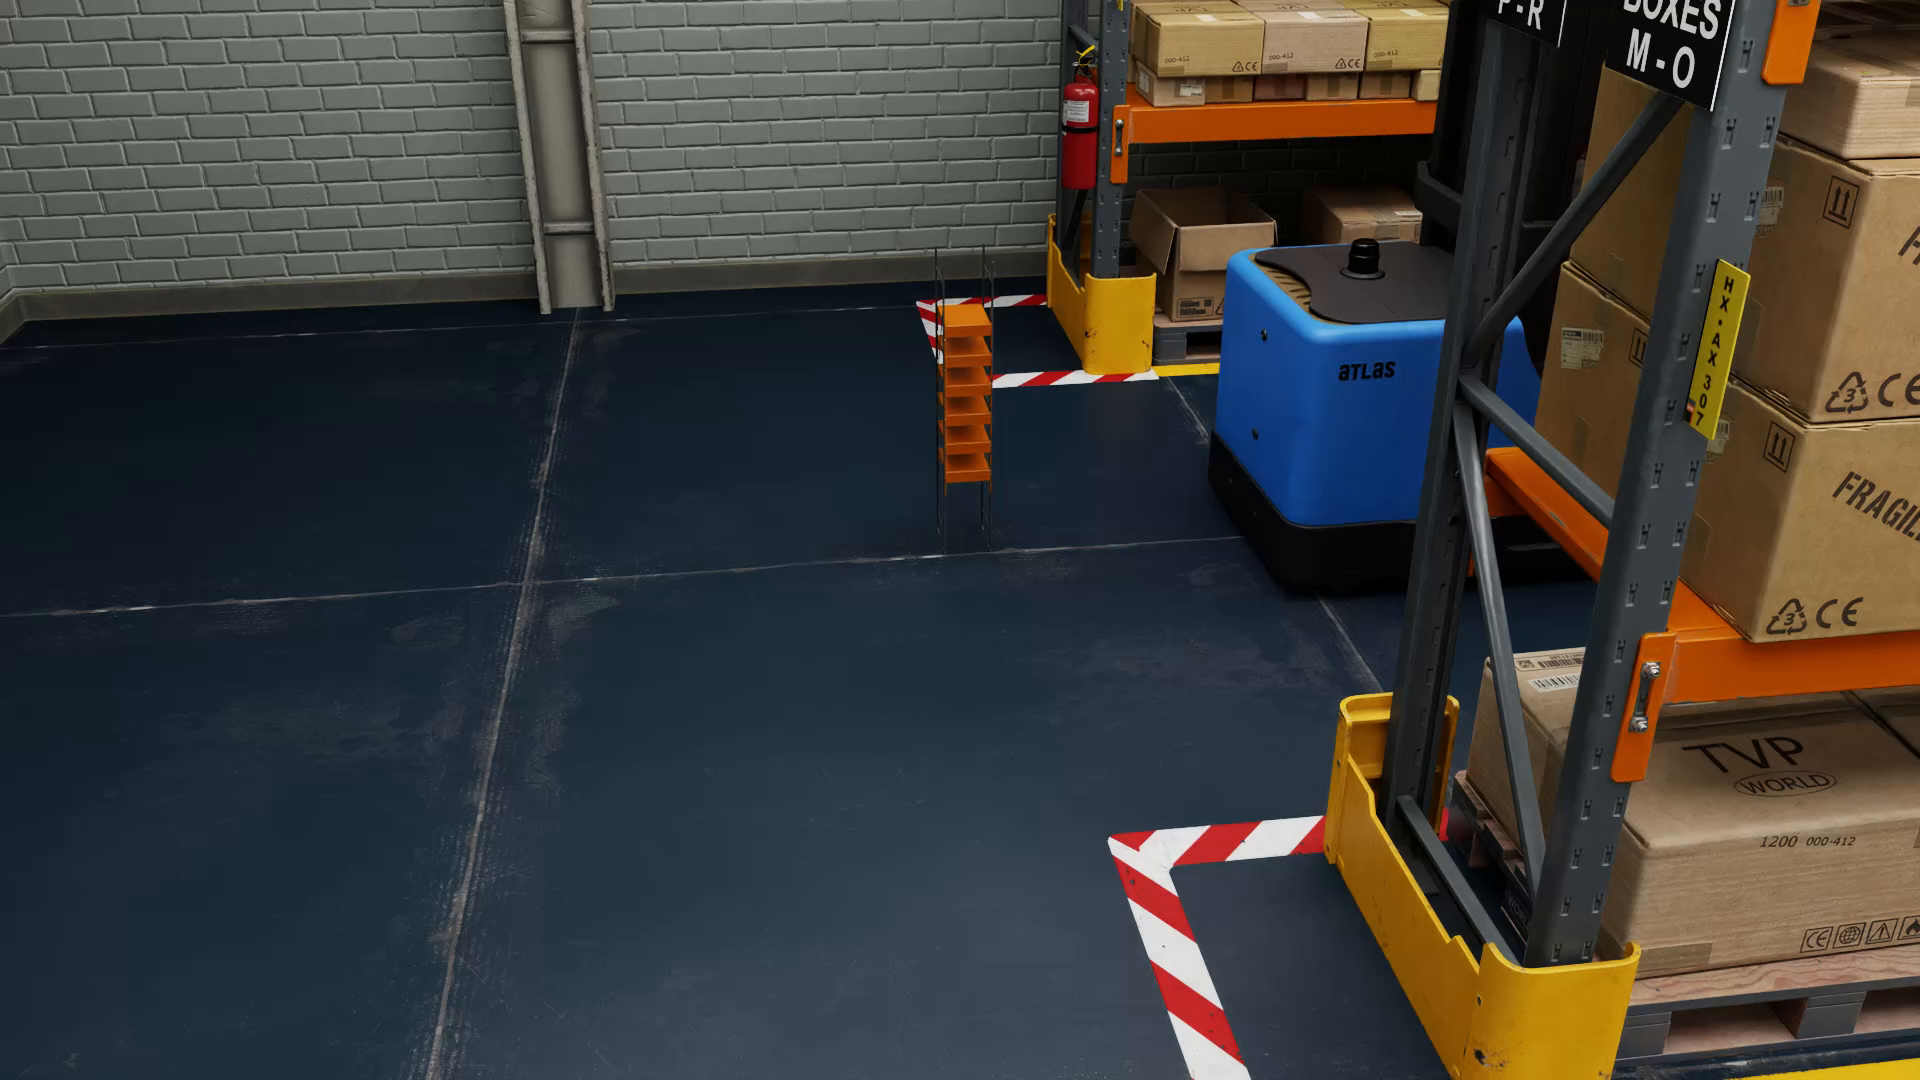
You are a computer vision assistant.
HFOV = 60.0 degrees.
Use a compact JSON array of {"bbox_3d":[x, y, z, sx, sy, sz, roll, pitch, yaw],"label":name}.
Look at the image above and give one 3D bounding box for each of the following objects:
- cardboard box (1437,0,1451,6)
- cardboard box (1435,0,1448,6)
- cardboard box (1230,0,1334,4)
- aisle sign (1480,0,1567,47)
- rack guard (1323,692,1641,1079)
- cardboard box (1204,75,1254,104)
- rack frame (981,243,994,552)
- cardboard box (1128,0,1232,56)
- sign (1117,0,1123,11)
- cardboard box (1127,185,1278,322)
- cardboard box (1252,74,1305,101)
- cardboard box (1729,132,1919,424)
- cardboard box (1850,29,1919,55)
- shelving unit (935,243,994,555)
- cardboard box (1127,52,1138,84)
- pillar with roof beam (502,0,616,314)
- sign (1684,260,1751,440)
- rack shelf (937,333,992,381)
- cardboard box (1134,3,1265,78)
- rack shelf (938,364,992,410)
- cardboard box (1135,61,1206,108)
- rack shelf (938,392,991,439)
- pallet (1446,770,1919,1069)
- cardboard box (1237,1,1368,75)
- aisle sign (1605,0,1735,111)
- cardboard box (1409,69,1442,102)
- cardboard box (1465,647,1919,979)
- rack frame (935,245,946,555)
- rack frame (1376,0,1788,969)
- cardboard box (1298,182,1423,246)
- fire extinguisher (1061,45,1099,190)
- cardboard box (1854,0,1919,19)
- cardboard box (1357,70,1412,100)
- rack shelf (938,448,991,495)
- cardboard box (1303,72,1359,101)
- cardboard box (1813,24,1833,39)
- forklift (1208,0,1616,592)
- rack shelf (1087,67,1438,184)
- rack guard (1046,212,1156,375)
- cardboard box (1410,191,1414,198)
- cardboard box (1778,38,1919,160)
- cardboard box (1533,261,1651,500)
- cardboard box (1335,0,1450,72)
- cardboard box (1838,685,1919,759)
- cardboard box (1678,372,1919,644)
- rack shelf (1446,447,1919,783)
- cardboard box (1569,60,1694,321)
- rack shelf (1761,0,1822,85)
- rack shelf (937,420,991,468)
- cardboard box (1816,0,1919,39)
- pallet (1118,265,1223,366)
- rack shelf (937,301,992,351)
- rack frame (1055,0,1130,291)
[{"bbox_3d":[2.625,-2.831,7.999,0.500,0.500,0.500,-3,27,-6],"label":"cardboard box"},{"bbox_3d":[2.643,-2.510,8.195,0.500,0.250,0.500,-4,27,-8],"label":"cardboard box"},{"bbox_3d":[1.582,-2.676,8.519,0.500,0.250,0.500,-4,27,-7],"label":"cardboard box"},{"bbox_3d":[1.233,-1.478,3.497,0.004,0.787,0.394,-4,27,-7],"label":"aisle sign"},{"bbox_3d":[1.324,0.928,4.394,0.348,0.500,1.175,-4,27,-7],"label":"rack guard"},{"bbox_3d":[1.262,-2.252,8.128,0.250,0.149,0.380,-3,27,-6],"label":"cardboard box"},{"bbox_3d":[0.105,-0.541,6.489,0.006,1.200,0.240,-4,27,-7],"label":"rack frame"},{"bbox_3d":[1.071,-2.644,8.456,0.500,0.250,0.500,-3,27,-6],"label":"cardboard box"},{"bbox_3d":[0.728,-2.569,7.523,0.005,0.325,0.100,-4,27,-7],"label":"sign"},{"bbox_3d":[1.271,-1.502,8.665,0.637,0.503,0.797,-5,28,-9],"label":"cardboard box"},{"bbox_3d":[1.517,-2.284,8.191,0.250,0.149,0.380,-4,27,-8],"label":"cardboard box"},{"bbox_3d":[1.863,-0.577,3.384,0.500,0.500,0.500,-4,27,-8],"label":"cardboard box"},{"bbox_3d":[1.987,-0.910,3.322,0.250,0.149,0.380,-3,27,-6],"label":"cardboard box"},{"bbox_3d":[0.014,-0.535,6.478,0.189,1.200,0.258,-4,27,-7],"label":"shelving unit"},{"bbox_3d":[0.943,-2.460,8.534,0.250,0.149,0.380,-4,27,-8],"label":"cardboard box"},{"bbox_3d":[-1.543,-3.388,3.496,0.400,9.000,9.100,-4,27,-7],"label":"pillar with roof beam"},{"bbox_3d":[1.419,-0.355,3.121,0.005,0.325,0.100,-4,27,-7],"label":"sign"},{"bbox_3d":[0.014,-0.709,6.389,0.180,0.103,0.258,-4,27,-7],"label":"rack shelf"},{"bbox_3d":[1.139,-2.402,7.984,0.500,0.250,0.500,-4,27,-7],"label":"cardboard box"},{"bbox_3d":[0.014,-0.602,6.443,0.180,0.103,0.258,-4,27,-7],"label":"rack shelf"},{"bbox_3d":[1.016,-2.214,8.055,0.250,0.149,0.380,-4,27,-8],"label":"cardboard box"},{"bbox_3d":[0.014,-0.495,6.498,0.180,0.103,0.258,-4,27,-7],"label":"rack shelf"},{"bbox_3d":[2.129,0.969,4.631,1.213,0.211,1.003,-4,27,-7],"label":"pallet"},{"bbox_3d":[1.639,-2.434,8.047,0.500,0.250,0.500,-3,27,-7],"label":"cardboard box"},{"bbox_3d":[1.317,-1.207,2.968,0.004,0.787,0.394,-4,27,-7],"label":"aisle sign"},{"bbox_3d":[2.299,-2.274,8.171,0.250,0.149,0.380,-4,27,-9],"label":"cardboard box"},{"bbox_3d":[1.987,0.680,4.485,0.875,0.438,0.875,-5,28,-9],"label":"cardboard box"},{"bbox_3d":[-0.076,-0.529,6.467,0.006,1.200,0.240,-4,27,-7],"label":"rack frame"},{"bbox_3d":[1.348,-0.186,3.826,0.127,3.000,1.000,-4,27,-7],"label":"rack frame"},{"bbox_3d":[2.123,-1.537,8.738,0.500,0.500,0.700,-3,27,-5],"label":"cardboard box"},{"bbox_3d":[0.571,-2.011,7.876,0.183,0.674,0.296,-4,27,-7],"label":"fire extinguisher"},{"bbox_3d":[2.167,-1.158,3.807,0.250,0.149,0.380,-4,27,-8],"label":"cardboard box"},{"bbox_3d":[2.038,-2.292,8.206,0.250,0.149,0.380,-3,27,-6],"label":"cardboard box"},{"bbox_3d":[0.014,-0.282,6.608,0.180,0.103,0.258,-4,27,-7],"label":"rack shelf"},{"bbox_3d":[1.776,-2.272,8.168,0.250,0.149,0.380,-3,27,-5],"label":"cardboard box"},{"bbox_3d":[1.675,-1.077,3.648,0.250,0.149,0.380,-3,27,-6],"label":"cardboard box"},{"bbox_3d":[2.622,-1.418,6.303,3.031,2.935,1.130,-5,28,-9],"label":"forklift"},{"bbox_3d":[2.633,-2.237,8.611,4.000,0.370,1.077,-4,27,-7],"label":"rack shelf"},{"bbox_3d":[0.728,-1.322,8.779,0.348,0.500,1.175,-4,27,-7],"label":"rack guard"},{"bbox_3d":[2.661,-1.525,8.715,0.500,0.500,0.500,-3,27,-6],"label":"cardboard box"},{"bbox_3d":[1.738,-0.861,3.227,0.250,0.149,0.380,-3,27,-6],"label":"cardboard box"},{"bbox_3d":[1.788,-0.381,4.096,0.500,0.500,0.500,-4,27,-7],"label":"cardboard box"},{"bbox_3d":[2.140,-2.468,8.113,0.500,0.250,0.500,-4,27,-8],"label":"cardboard box"},{"bbox_3d":[2.892,0.618,4.606,0.875,0.438,0.875,-3,27,-6],"label":"cardboard box"},{"bbox_3d":[1.863,-0.131,3.610,0.500,0.500,0.500,-4,27,-8],"label":"cardboard box"},{"bbox_3d":[3.328,0.007,4.238,4.000,0.370,1.077,-4,27,-7],"label":"rack shelf"},{"bbox_3d":[1.792,-0.813,3.845,0.500,0.500,0.500,-3,27,-5],"label":"cardboard box"},{"bbox_3d":[3.328,-1.327,3.554,4.000,0.370,1.077,-4,27,-7],"label":"rack shelf"},{"bbox_3d":[0.014,-0.388,6.553,0.180,0.103,0.258,-4,27,-7],"label":"rack shelf"},{"bbox_3d":[1.923,-1.104,3.701,0.250,0.149,0.380,-3,27,-6],"label":"cardboard box"},{"bbox_3d":[1.517,-1.245,8.945,1.213,0.211,1.003,-4,27,-7],"label":"pallet"},{"bbox_3d":[0.014,-0.816,6.334,0.180,0.103,0.258,-4,27,-7],"label":"rack shelf"},{"bbox_3d":[0.652,-2.429,8.199,0.127,3.000,1.000,-4,27,-7],"label":"rack frame"}]
